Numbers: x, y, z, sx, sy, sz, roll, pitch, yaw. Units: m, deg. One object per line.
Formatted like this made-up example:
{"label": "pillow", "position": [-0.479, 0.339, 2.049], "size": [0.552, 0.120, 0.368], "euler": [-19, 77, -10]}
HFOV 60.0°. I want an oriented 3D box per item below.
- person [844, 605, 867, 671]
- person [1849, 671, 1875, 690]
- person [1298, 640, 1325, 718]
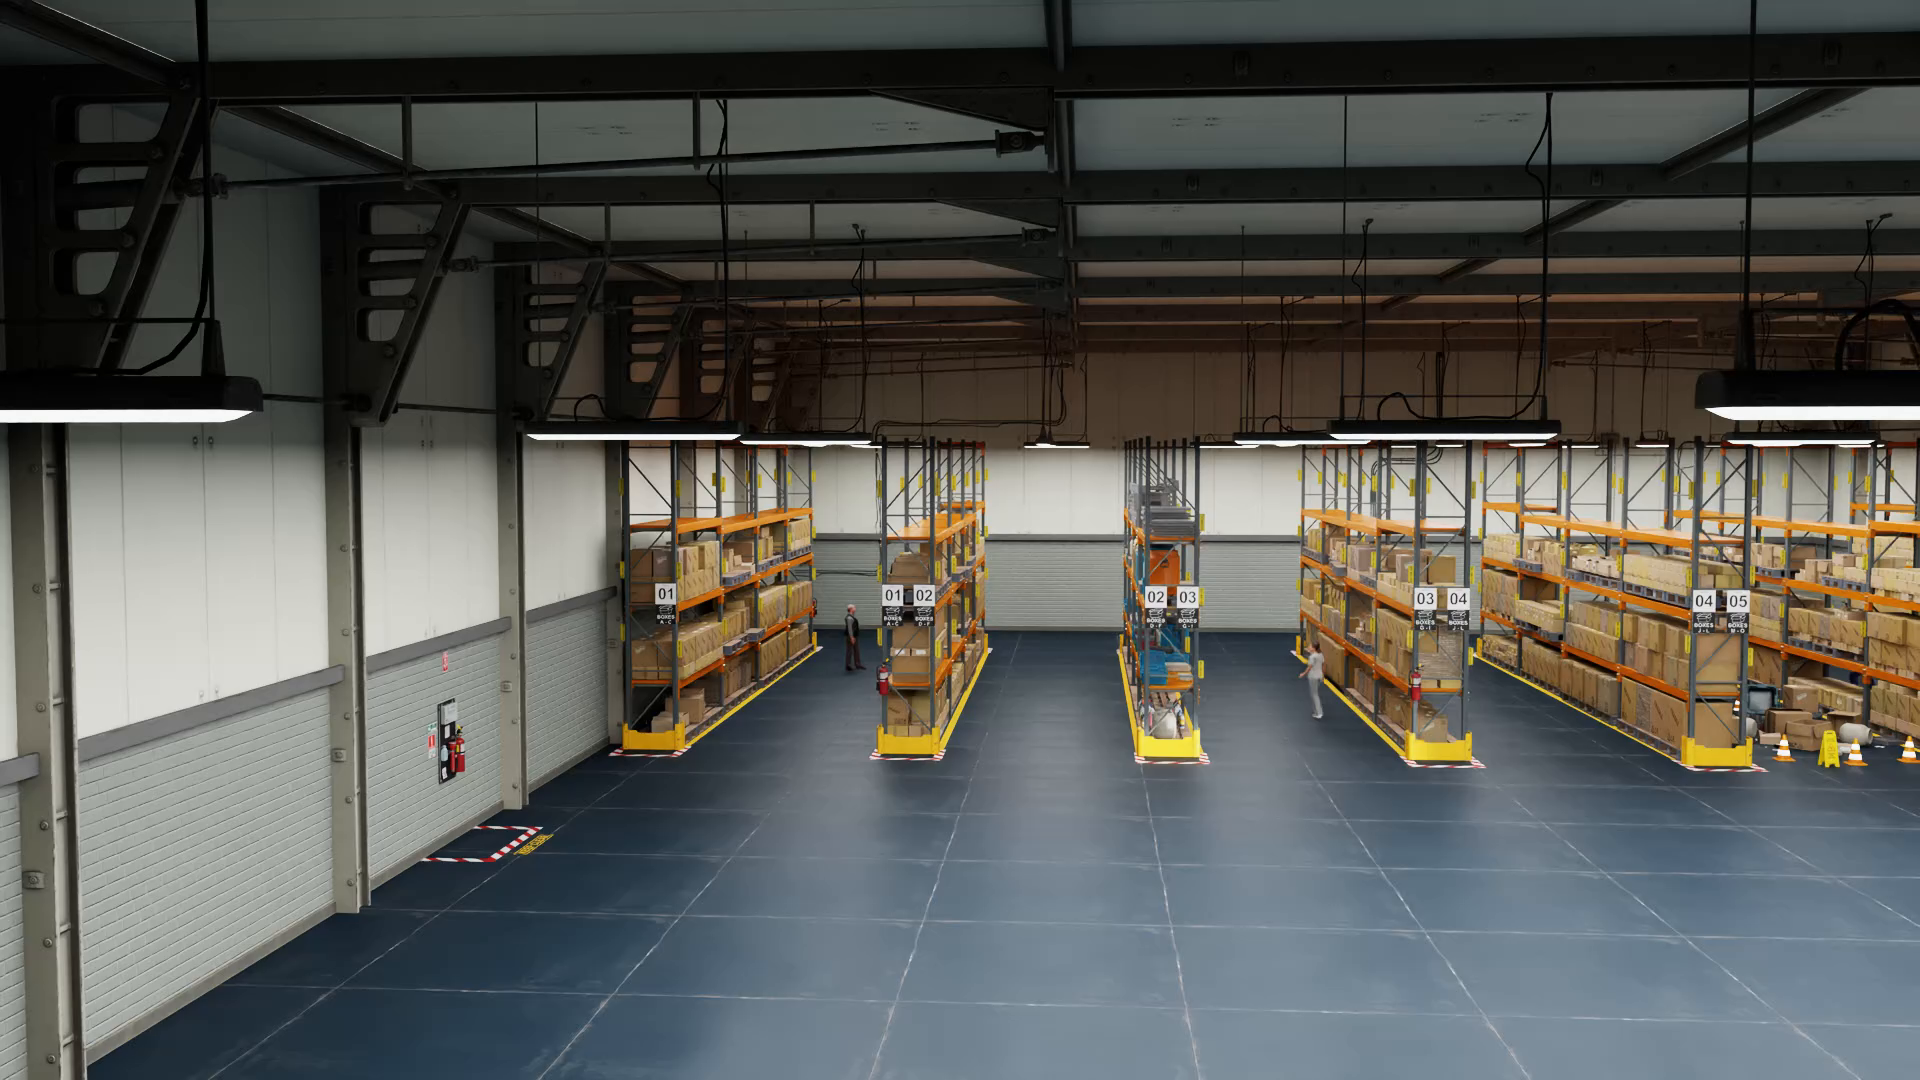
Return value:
{"label": "person", "position": [-2.753, 2.549, 43.461], "size": [0.530, 1.725, 0.601], "euler": [1, 3, 17]}
{"label": "person", "position": [20.829, 2.862, 38.453], "size": [0.681, 1.667, 0.568], "euler": [-2, 4, -36]}
{"label": "person", "position": [7.649, 3.015, 35.791], "size": [0.524, 1.710, 0.542], "euler": [-2, 4, -31]}
